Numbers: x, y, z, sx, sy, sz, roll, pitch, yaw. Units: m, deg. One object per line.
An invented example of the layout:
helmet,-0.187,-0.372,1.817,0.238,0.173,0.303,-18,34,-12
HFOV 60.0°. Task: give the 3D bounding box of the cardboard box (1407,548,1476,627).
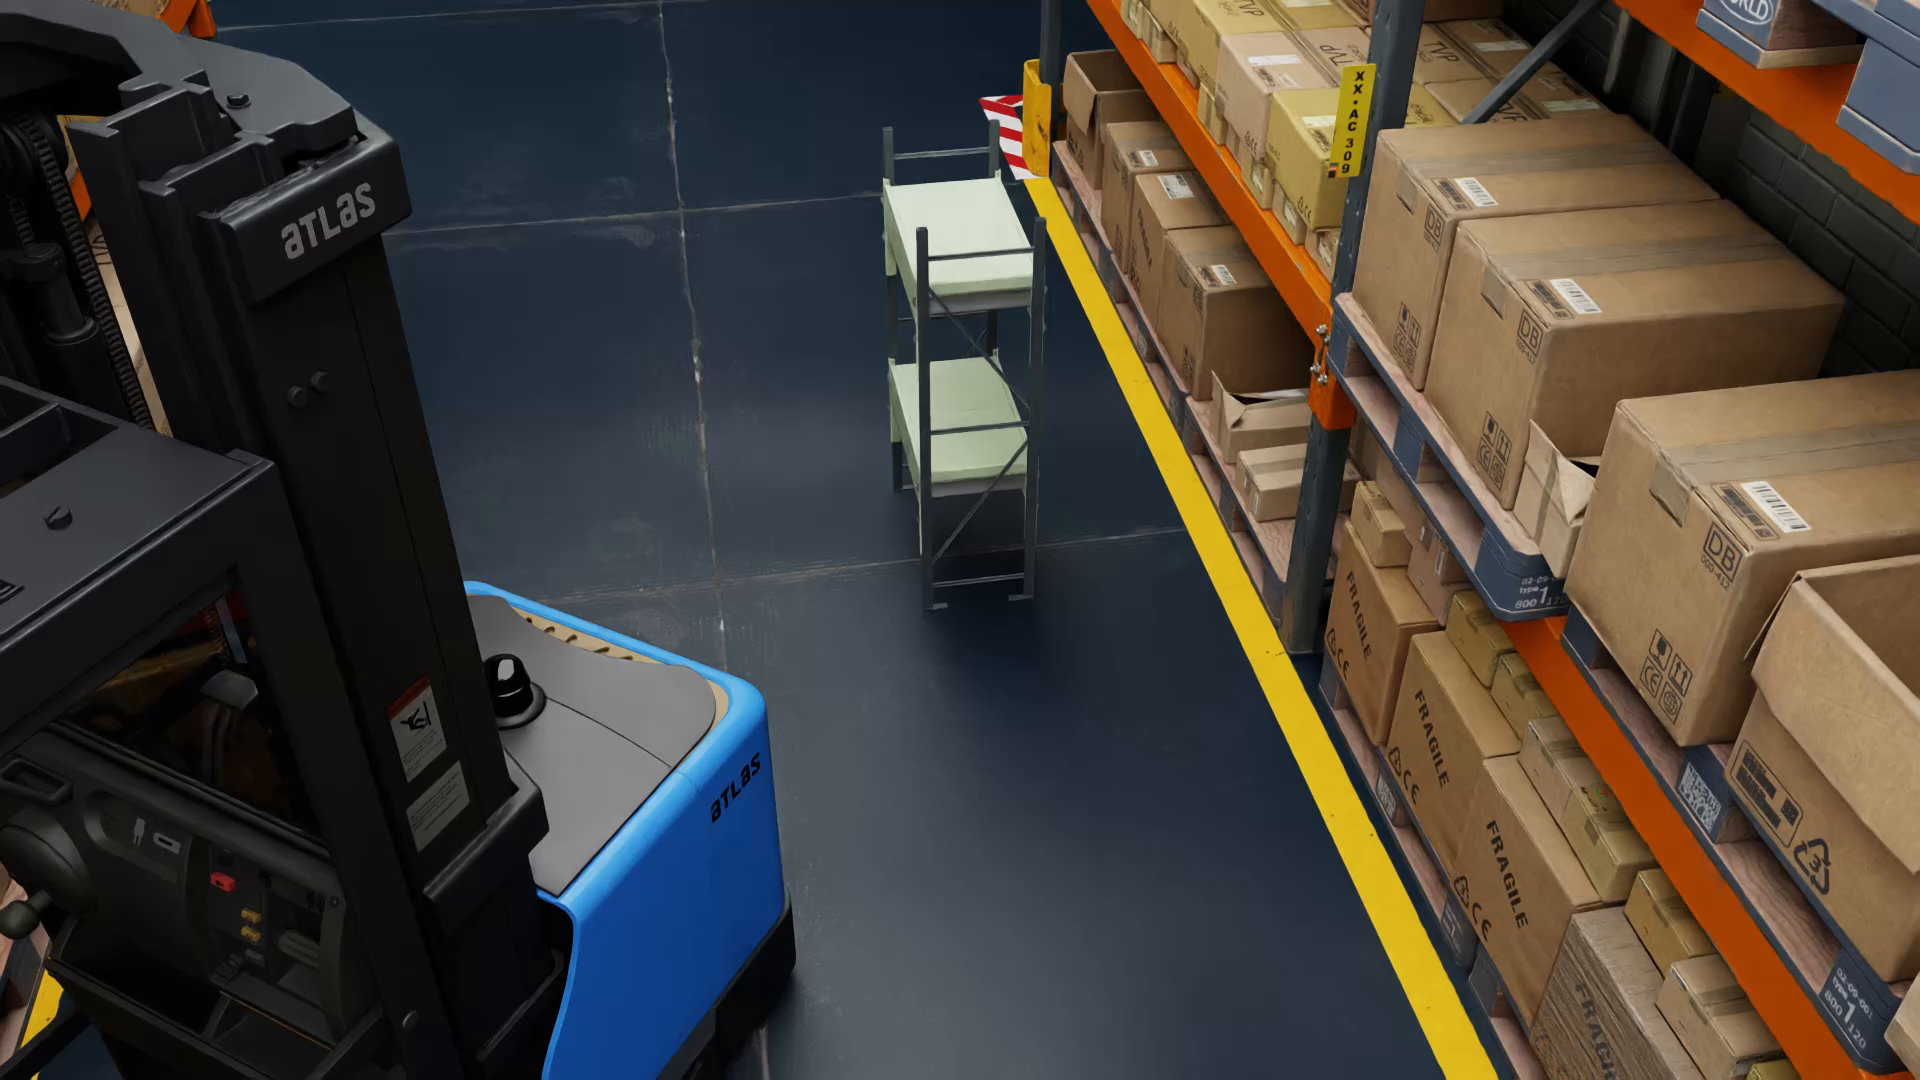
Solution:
cardboard box,1.540,0.097,4.847,0.380,0.149,0.250,-7,38,-9

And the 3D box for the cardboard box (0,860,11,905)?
cardboard box,-3.084,0.702,4.290,0.875,0.875,0.875,-5,38,-7

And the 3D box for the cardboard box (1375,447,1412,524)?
cardboard box,1.475,-0.186,4.969,0.380,0.149,0.250,-7,38,-9

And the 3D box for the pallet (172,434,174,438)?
pallet,-3.545,-0.442,6.646,1.003,0.211,1.213,-6,38,-8

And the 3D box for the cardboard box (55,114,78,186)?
cardboard box,-3.261,-1.293,5.388,0.500,0.500,0.500,-6,38,-8

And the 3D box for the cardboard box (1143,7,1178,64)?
cardboard box,0.944,-2.021,6.612,0.380,0.149,0.250,-5,38,-7

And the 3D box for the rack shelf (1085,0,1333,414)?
rack shelf,1.264,-1.797,6.704,1.077,0.370,4.000,-6,38,-8

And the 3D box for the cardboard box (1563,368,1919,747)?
cardboard box,1.708,0.025,3.349,0.700,0.500,0.500,-6,38,-8

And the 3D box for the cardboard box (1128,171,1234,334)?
cardboard box,1.033,-1.237,7.093,0.500,0.500,0.500,-6,38,-7

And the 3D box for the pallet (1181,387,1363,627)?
pallet,1.495,-0.186,6.318,1.003,0.211,1.213,-6,38,-8

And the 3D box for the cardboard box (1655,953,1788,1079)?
cardboard box,1.775,1.033,3.641,0.380,0.149,0.250,-8,39,-10

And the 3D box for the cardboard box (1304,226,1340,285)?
cardboard box,1.310,-0.939,5.219,0.380,0.149,0.250,-6,38,-7

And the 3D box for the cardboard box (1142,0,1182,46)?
cardboard box,1.019,-2.127,6.423,0.500,0.250,0.500,-7,38,-9

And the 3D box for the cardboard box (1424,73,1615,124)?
cardboard box,1.794,-1.259,5.306,0.500,0.250,0.500,-7,38,-8

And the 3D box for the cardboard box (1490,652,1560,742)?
cardboard box,1.658,0.414,4.438,0.380,0.149,0.250,-7,38,-9

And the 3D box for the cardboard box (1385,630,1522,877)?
cardboard box,1.581,0.585,4.747,0.500,0.500,0.500,-7,38,-9

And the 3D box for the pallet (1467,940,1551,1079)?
pallet,2.012,1.454,4.206,1.003,0.211,1.213,-6,38,-8

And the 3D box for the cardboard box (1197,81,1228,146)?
cardboard box,1.082,-1.561,6.019,0.380,0.149,0.250,-7,38,-9

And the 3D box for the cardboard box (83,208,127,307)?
cardboard box,-3.590,-0.967,6.796,0.875,0.438,0.875,-5,38,-7

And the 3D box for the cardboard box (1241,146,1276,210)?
cardboard box,1.174,-1.248,5.617,0.380,0.149,0.250,-5,38,-7

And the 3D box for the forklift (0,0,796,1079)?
forklift,-1.582,0.715,2.941,1.130,2.935,3.031,18,41,21

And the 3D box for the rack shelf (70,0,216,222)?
rack shelf,-3.622,-1.261,6.014,1.077,0.370,4.000,-6,38,-8

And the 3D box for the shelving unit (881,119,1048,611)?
shelving unit,0.001,-0.588,5.785,0.431,1.500,0.755,-6,38,-8

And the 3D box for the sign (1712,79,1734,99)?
sign,2.160,-1.392,4.653,0.100,0.325,0.005,-6,38,-8

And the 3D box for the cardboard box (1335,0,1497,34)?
cardboard box,1.610,-1.873,6.096,0.500,0.250,0.500,-5,38,-7

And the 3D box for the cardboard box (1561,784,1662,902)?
cardboard box,1.706,0.720,4.045,0.380,0.149,0.250,-5,38,-6

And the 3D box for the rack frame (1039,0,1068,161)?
rack frame,0.913,-3.289,8.038,1.000,3.000,0.127,-6,38,-8

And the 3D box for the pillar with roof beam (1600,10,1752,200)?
pillar with roof beam,-1.858,-3.296,3.158,9.100,9.000,0.400,-6,38,-8

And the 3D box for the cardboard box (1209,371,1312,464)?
cardboard box,1.165,-0.480,6.308,0.396,0.266,0.258,-5,38,-6

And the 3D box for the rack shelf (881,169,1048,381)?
rack shelf,0.001,-0.896,5.545,0.431,0.370,0.720,-6,38,-8

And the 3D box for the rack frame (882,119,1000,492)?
rack frame,-0.063,-0.809,6.069,0.400,1.500,0.023,-6,38,-8

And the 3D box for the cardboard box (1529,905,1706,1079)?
cardboard box,1.749,1.201,3.954,0.500,0.500,0.500,-8,38,-10

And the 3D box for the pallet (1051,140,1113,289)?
pallet,1.067,-1.660,8.215,1.003,0.211,1.213,-6,38,-8

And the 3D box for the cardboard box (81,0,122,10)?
cardboard box,-3.455,-1.915,6.188,0.500,0.500,0.500,-5,38,-7

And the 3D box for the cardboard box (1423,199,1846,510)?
cardboard box,1.570,-0.449,3.959,0.700,0.500,0.500,-6,38,-7

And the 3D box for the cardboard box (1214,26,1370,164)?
cardboard box,1.183,-1.513,5.633,0.500,0.250,0.500,-6,38,-8

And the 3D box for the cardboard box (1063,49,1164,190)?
cardboard box,0.927,-2.089,8.187,0.797,0.503,0.637,-8,38,-10

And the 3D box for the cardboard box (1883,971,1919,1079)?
cardboard box,1.812,0.834,2.511,0.500,0.250,0.500,-8,39,-10

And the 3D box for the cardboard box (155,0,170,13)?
cardboard box,-3.628,-2.529,6.979,0.500,0.500,0.500,-6,38,-8

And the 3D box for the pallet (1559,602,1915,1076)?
pallet,1.970,0.445,3.389,1.003,0.211,1.213,-6,38,-8

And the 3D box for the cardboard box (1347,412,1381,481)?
cardboard box,1.731,-0.401,6.171,0.500,0.311,0.500,-5,38,-6
